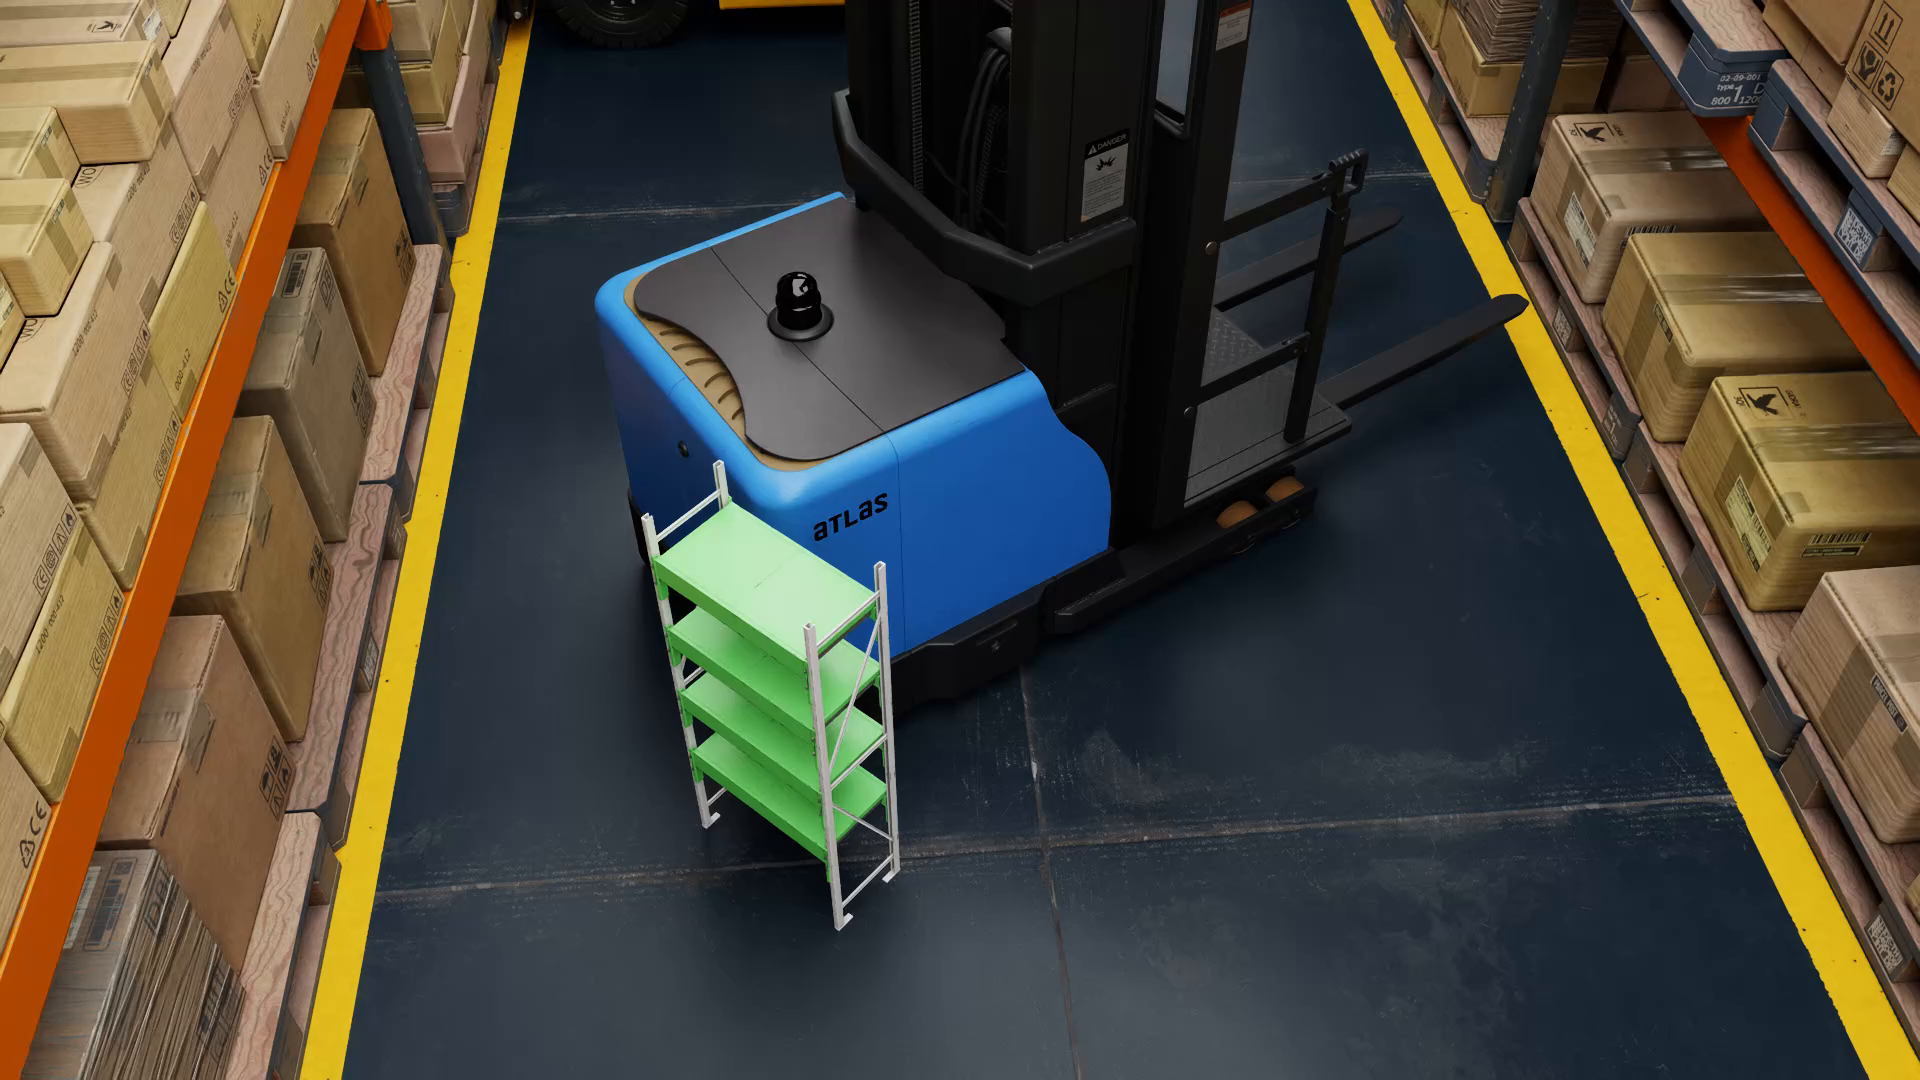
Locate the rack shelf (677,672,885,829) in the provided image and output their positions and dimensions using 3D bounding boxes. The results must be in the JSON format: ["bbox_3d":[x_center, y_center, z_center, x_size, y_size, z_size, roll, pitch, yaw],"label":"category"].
[{"bbox_3d":[-0.429,0.458,4.078,0.480,0.148,0.258,31,54,26],"label":"rack shelf"}]

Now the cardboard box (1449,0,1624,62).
[{"bbox_3d":[2.227,-2.186,6.343,0.500,0.500,0.500,-4,47,-4],"label":"cardboard box"}]

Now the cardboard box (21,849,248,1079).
[{"bbox_3d":[-2.105,1.101,3.488,0.875,0.625,0.625,-2,47,-2],"label":"cardboard box"}]

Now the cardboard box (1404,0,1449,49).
[{"bbox_3d":[2.172,-2.313,6.979,0.500,0.250,0.500,-5,47,-4],"label":"cardboard box"}]

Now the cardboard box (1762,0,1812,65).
[{"bbox_3d":[2.368,-1.386,4.381,0.380,0.149,0.250,-3,47,-3],"label":"cardboard box"}]

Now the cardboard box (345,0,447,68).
[{"bbox_3d":[-2.129,-1.925,5.923,0.500,0.250,0.500,-4,47,-4],"label":"cardboard box"}]

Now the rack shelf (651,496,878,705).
[{"bbox_3d":[-0.429,0.128,3.729,0.480,0.148,0.258,31,54,26],"label":"rack shelf"}]

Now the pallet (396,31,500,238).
[{"bbox_3d":[-2.426,-1.632,6.651,1.003,0.211,1.213,-3,47,-3],"label":"pallet"}]

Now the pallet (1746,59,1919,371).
[{"bbox_3d":[2.673,-0.787,4.062,1.003,0.211,1.213,-3,47,-3],"label":"pallet"}]

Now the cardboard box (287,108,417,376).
[{"bbox_3d":[-2.347,-0.964,5.444,0.875,0.625,0.625,-2,47,-2],"label":"cardboard box"}]

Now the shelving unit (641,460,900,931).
[{"bbox_3d":[-0.429,0.414,4.031,0.503,1.200,0.258,31,54,26],"label":"shelving unit"}]

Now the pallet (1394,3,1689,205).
[{"bbox_3d":[2.453,-1.843,6.850,1.003,0.211,1.213,-3,47,-3],"label":"pallet"}]

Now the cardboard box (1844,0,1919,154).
[{"bbox_3d":[2.422,-1.150,3.710,0.500,0.500,0.500,-5,47,-5],"label":"cardboard box"}]

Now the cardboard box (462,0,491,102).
[{"bbox_3d":[-2.170,-1.949,6.634,0.500,0.250,0.500,-4,47,-4],"label":"cardboard box"}]

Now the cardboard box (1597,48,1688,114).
[{"bbox_3d":[2.764,-1.960,6.645,0.500,0.250,0.500,-5,47,-5],"label":"cardboard box"}]

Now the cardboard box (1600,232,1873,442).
[{"bbox_3d":[2.654,-0.659,5.329,0.950,0.372,0.625,-1,47,-1],"label":"cardboard box"}]

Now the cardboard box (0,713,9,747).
[{"bbox_3d":[-1.836,0.423,2.542,0.500,0.250,0.500,-4,47,-3],"label":"cardboard box"}]

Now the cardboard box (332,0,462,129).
[{"bbox_3d":[-2.135,-1.753,6.104,0.500,0.250,0.500,-4,47,-3],"label":"cardboard box"}]

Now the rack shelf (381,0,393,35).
[{"bbox_3d":[-2.569,-3.213,6.722,1.077,0.370,4.000,-3,47,-3],"label":"rack shelf"}]

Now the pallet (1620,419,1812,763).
[{"bbox_3d":[2.716,0.089,5.020,1.003,0.211,1.213,-3,47,-3],"label":"pallet"}]

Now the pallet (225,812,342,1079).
[{"bbox_3d":[-2.097,1.242,3.929,1.003,0.211,1.213,-3,47,-3],"label":"pallet"}]

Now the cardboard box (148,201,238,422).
[{"bbox_3d":[-1.989,-0.515,3.776,0.500,0.250,0.500,-2,47,-2],"label":"cardboard box"}]

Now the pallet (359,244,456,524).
[{"bbox_3d":[-2.301,-0.524,5.601,1.003,0.211,1.213,-3,47,-3],"label":"pallet"}]

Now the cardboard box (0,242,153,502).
[{"bbox_3d":[-1.927,-0.318,3.244,0.500,0.250,0.500,-5,47,-4],"label":"cardboard box"}]

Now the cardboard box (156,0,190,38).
[{"bbox_3d":[-2.031,-1.296,3.896,0.380,0.149,0.250,-4,47,-4],"label":"cardboard box"}]

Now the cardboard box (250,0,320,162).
[{"bbox_3d":[-2.051,-1.250,4.471,0.500,0.250,0.500,-4,47,-4],"label":"cardboard box"}]

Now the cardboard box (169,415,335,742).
[{"bbox_3d":[-2.225,0.141,4.396,0.875,0.625,0.625,-5,47,-5],"label":"cardboard box"}]

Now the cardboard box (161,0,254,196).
[{"bbox_3d":[-2.019,-1.052,3.939,0.500,0.250,0.500,-3,47,-3],"label":"cardboard box"}]

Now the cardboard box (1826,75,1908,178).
[{"bbox_3d":[2.357,-1.012,4.026,0.380,0.149,0.250,-2,47,-2],"label":"cardboard box"}]

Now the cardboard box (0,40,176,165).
[{"bbox_3d":[-1.916,-0.927,3.547,0.380,0.149,0.250,-5,47,-4],"label":"cardboard box"}]

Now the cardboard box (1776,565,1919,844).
[{"bbox_3d":[2.772,0.393,4.333,0.950,0.372,0.625,-4,47,-4],"label":"cardboard box"}]

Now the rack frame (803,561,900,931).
[{"bbox_3d":[-0.241,0.528,3.924,0.015,1.200,0.240,31,54,26],"label":"rack frame"}]

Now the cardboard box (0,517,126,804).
[{"bbox_3d":[-1.898,0.232,3.067,0.500,0.250,0.500,-4,47,-4],"label":"cardboard box"}]

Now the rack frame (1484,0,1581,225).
[{"bbox_3d":[2.544,-2.318,5.379,1.000,3.000,0.127,-3,47,-3],"label":"rack frame"}]

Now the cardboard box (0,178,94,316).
[{"bbox_3d":[-1.918,-0.558,3.197,0.380,0.149,0.250,-3,47,-2],"label":"cardboard box"}]

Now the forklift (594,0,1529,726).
[{"bbox_3d":[0.518,-1.260,4.425,3.031,2.935,1.130,-26,52,-23],"label":"forklift"}]
